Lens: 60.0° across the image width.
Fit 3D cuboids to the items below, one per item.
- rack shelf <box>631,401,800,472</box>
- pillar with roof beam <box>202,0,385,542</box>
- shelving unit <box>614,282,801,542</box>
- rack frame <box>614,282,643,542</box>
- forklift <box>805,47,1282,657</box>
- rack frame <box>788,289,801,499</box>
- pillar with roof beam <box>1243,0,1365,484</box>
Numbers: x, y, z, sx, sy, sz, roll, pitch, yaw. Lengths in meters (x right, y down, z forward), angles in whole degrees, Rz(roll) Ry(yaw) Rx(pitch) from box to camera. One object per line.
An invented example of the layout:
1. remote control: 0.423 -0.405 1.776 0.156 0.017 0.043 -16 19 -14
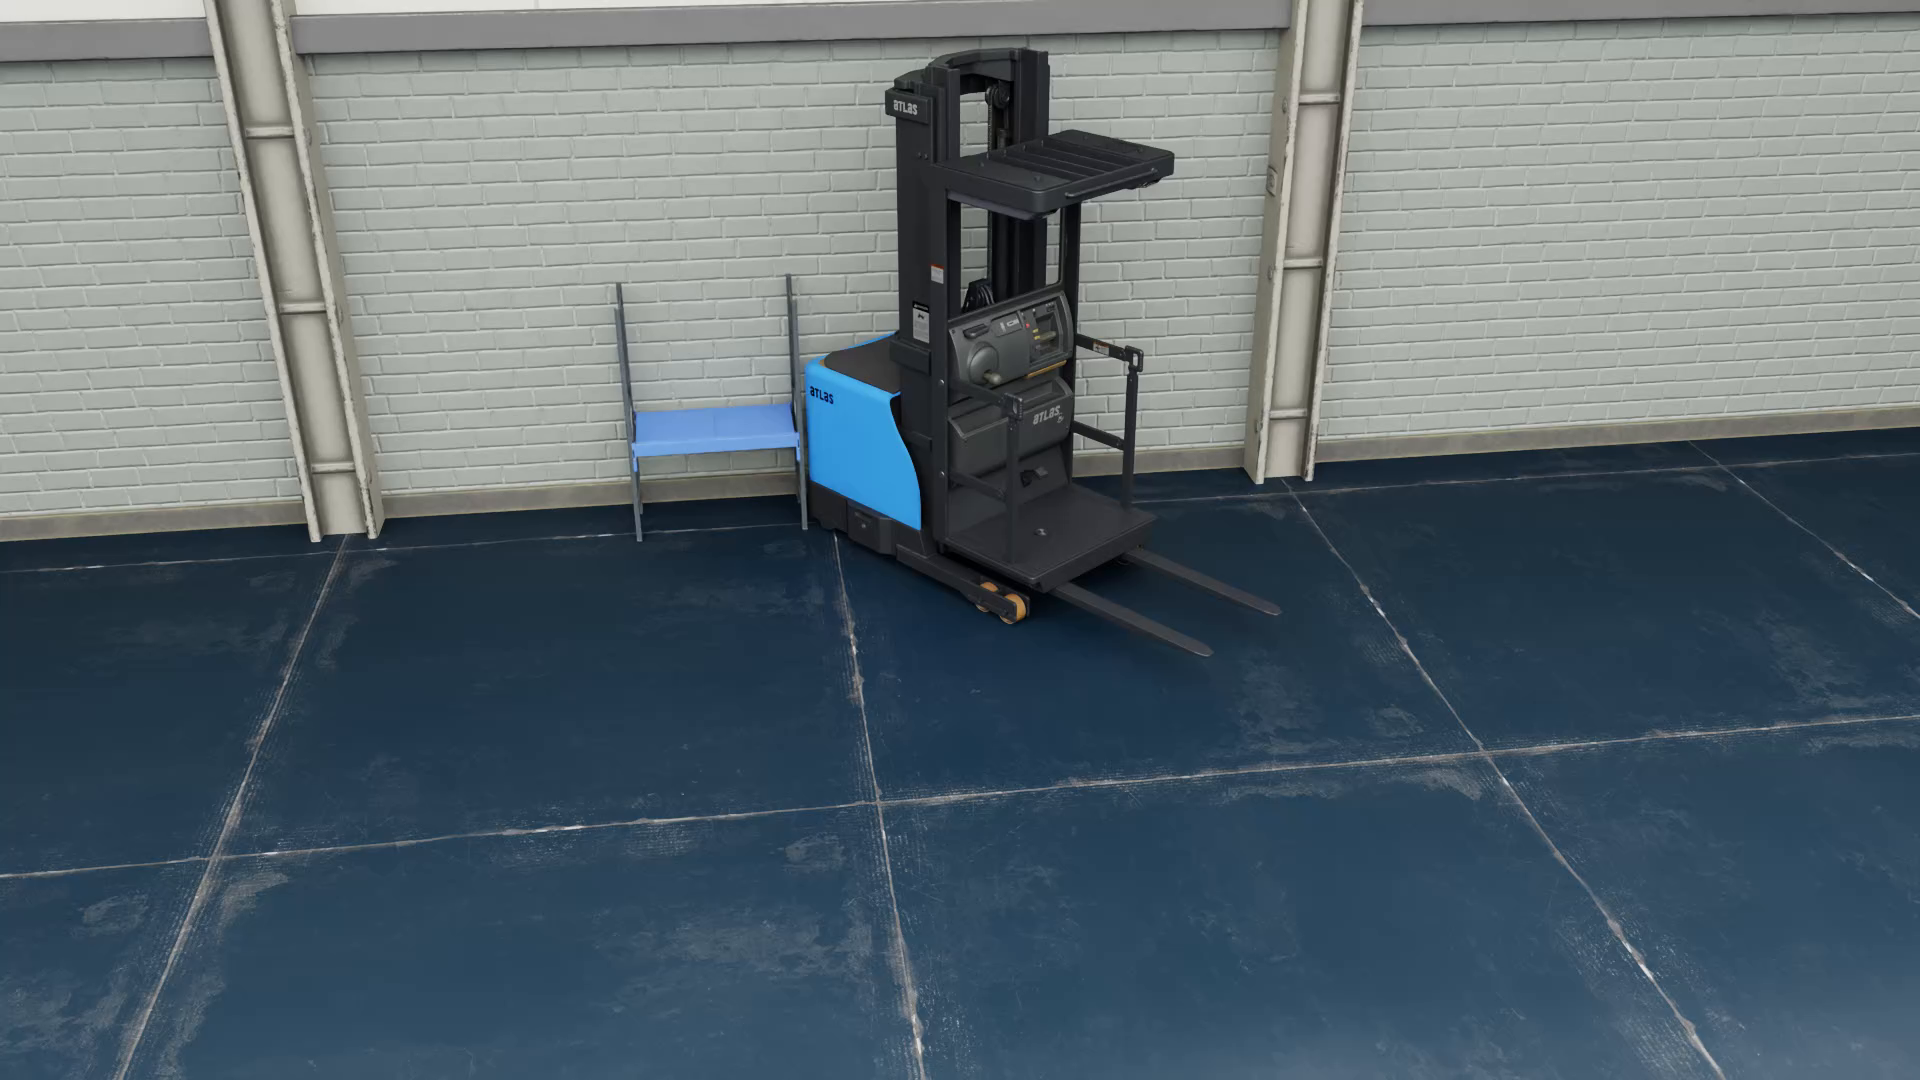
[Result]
1. rack shelf: -1.508 -0.646 10.260 1.000 0.185 0.538 -4 27 -8
2. pillar with roof beam: -3.218 -2.127 4.539 0.400 9.000 9.100 -4 27 -7
3. shelving unit: -1.513 -0.806 10.177 1.039 1.500 0.538 -4 27 -8
4. rack frame: -2.010 -0.769 10.105 0.032 1.500 0.500 -4 27 -8
5. forklift: 0.444 -1.100 9.184 1.130 2.935 3.031 -24 36 -39
6. rack frame: -1.007 -0.844 10.252 0.013 1.308 0.475 -4 27 -8
7. pillar with roof beam: 2.724 -2.509 5.282 0.400 9.000 9.100 -4 27 -7
